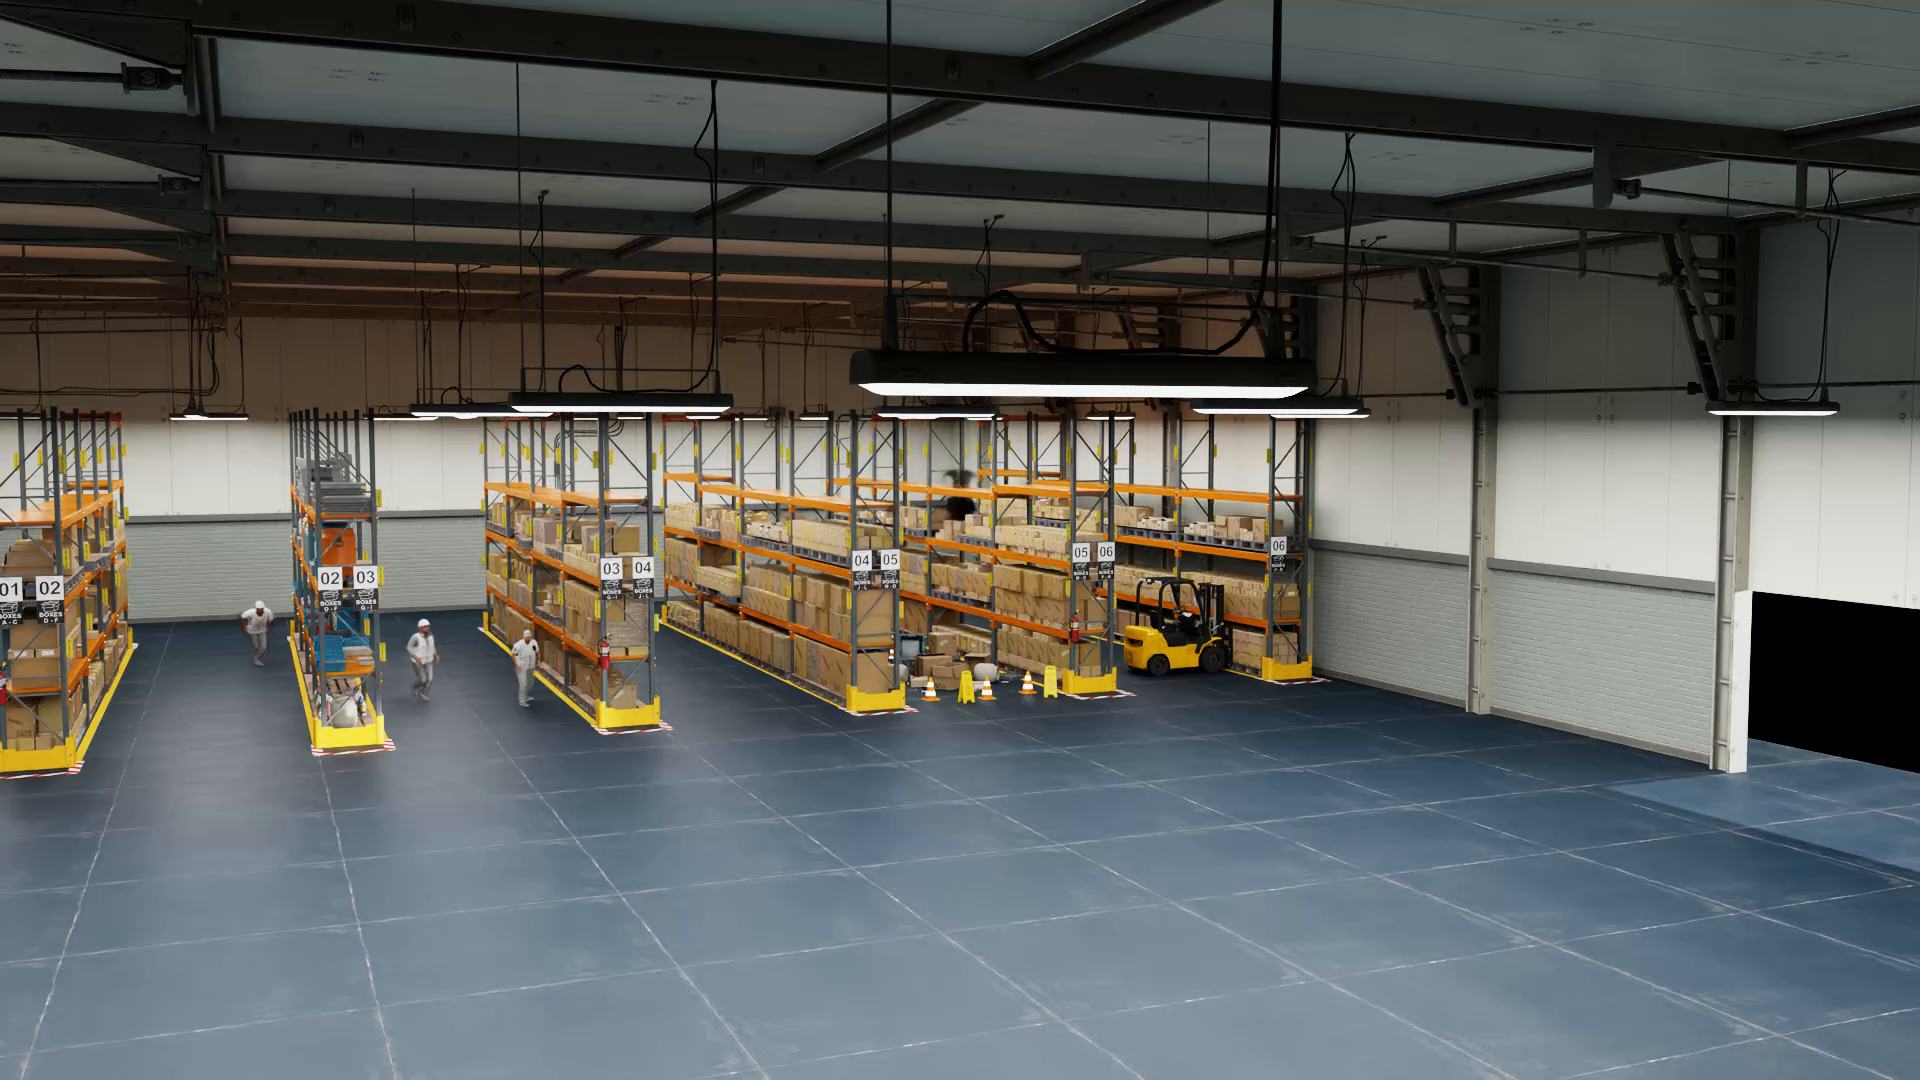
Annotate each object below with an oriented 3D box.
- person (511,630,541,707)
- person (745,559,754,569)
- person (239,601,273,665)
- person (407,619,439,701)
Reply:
[{"bbox_3d":[-8.819,2.578,33.785,0.648,1.578,0.850,-4,6,-45],"label":"person"},{"bbox_3d":[-6.301,1.340,51.443,0.729,1.591,0.954,2,5,30],"label":"person"},{"bbox_3d":[-16.616,2.197,39.268,0.730,1.570,0.909,-3,5,-33],"label":"person"},{"bbox_3d":[-11.103,2.475,34.287,0.633,1.698,0.658,3,5,41],"label":"person"}]
